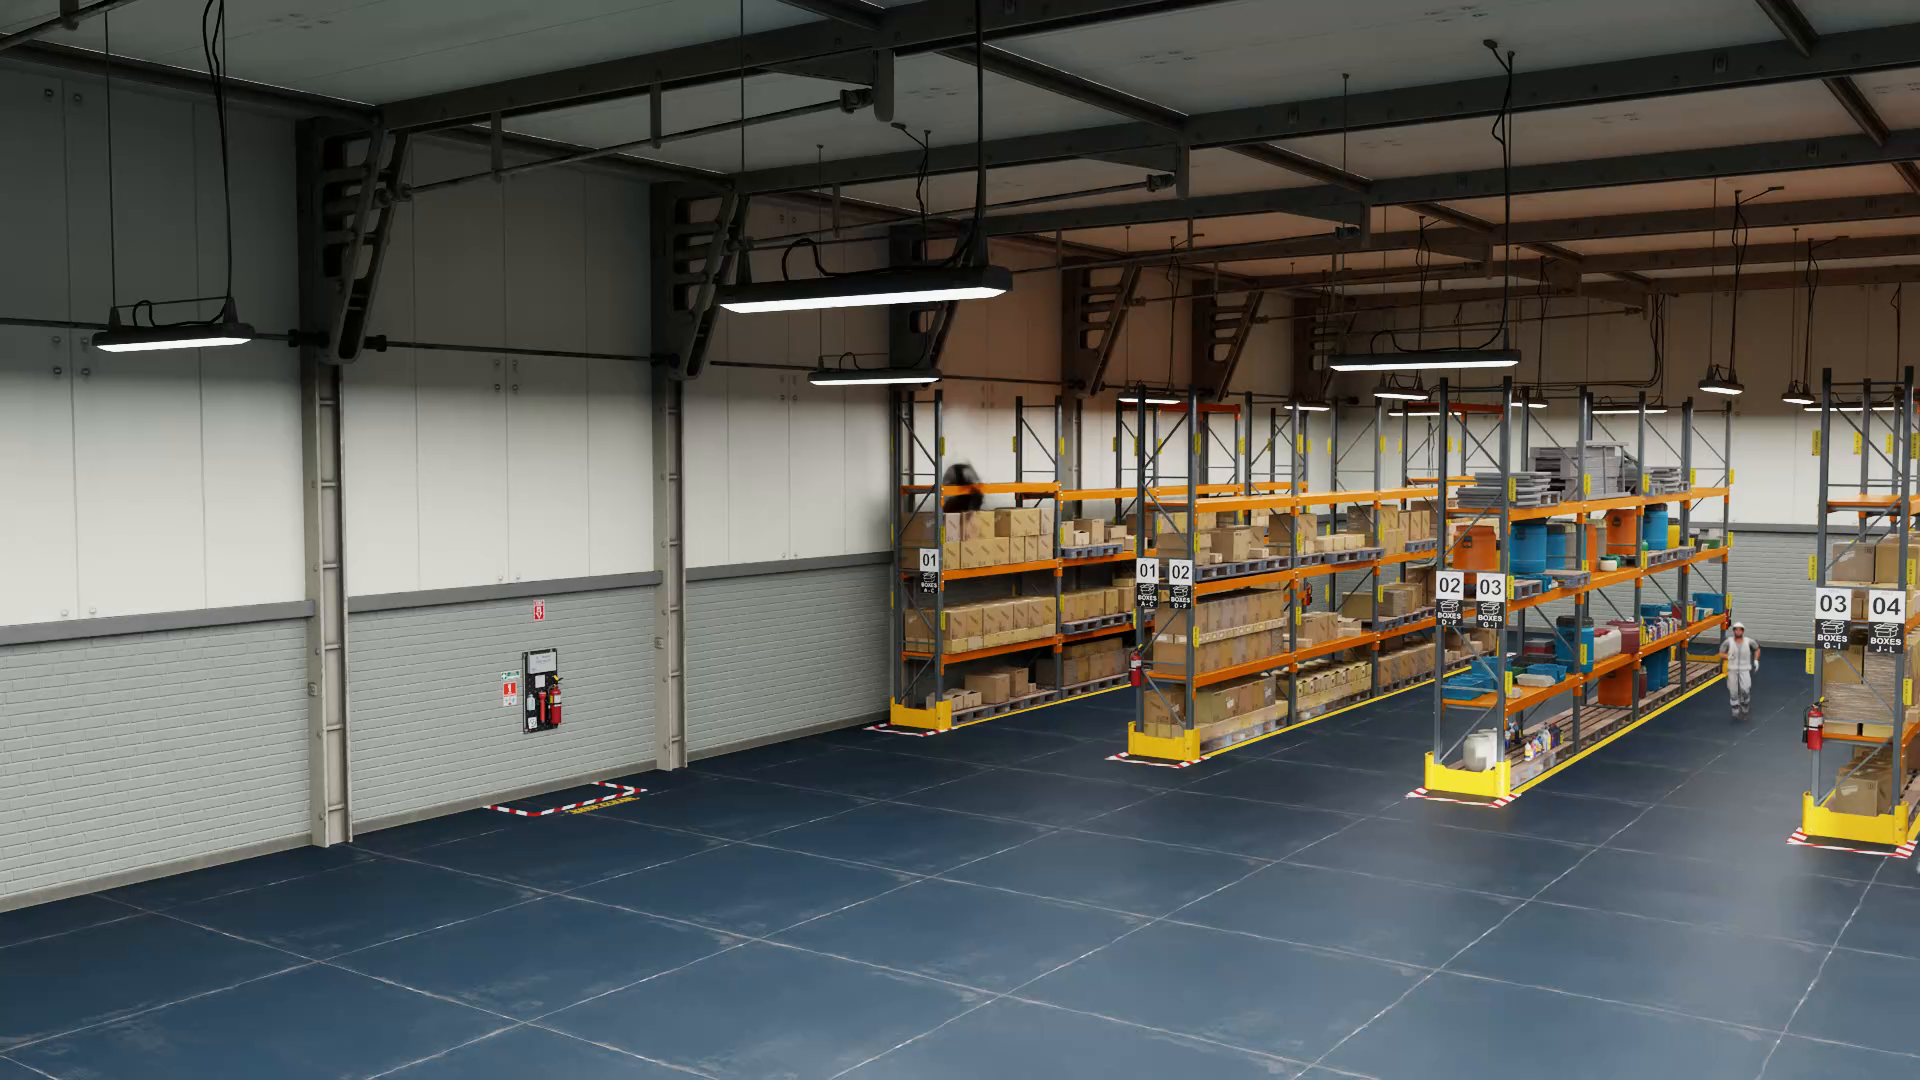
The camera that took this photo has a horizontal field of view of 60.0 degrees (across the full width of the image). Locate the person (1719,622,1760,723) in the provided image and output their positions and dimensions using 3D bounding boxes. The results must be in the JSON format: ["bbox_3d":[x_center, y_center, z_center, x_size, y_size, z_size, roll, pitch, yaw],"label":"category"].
[{"bbox_3d":[14.161,2.411,30.243,0.674,1.821,0.673,2,4,26],"label":"person"}]
